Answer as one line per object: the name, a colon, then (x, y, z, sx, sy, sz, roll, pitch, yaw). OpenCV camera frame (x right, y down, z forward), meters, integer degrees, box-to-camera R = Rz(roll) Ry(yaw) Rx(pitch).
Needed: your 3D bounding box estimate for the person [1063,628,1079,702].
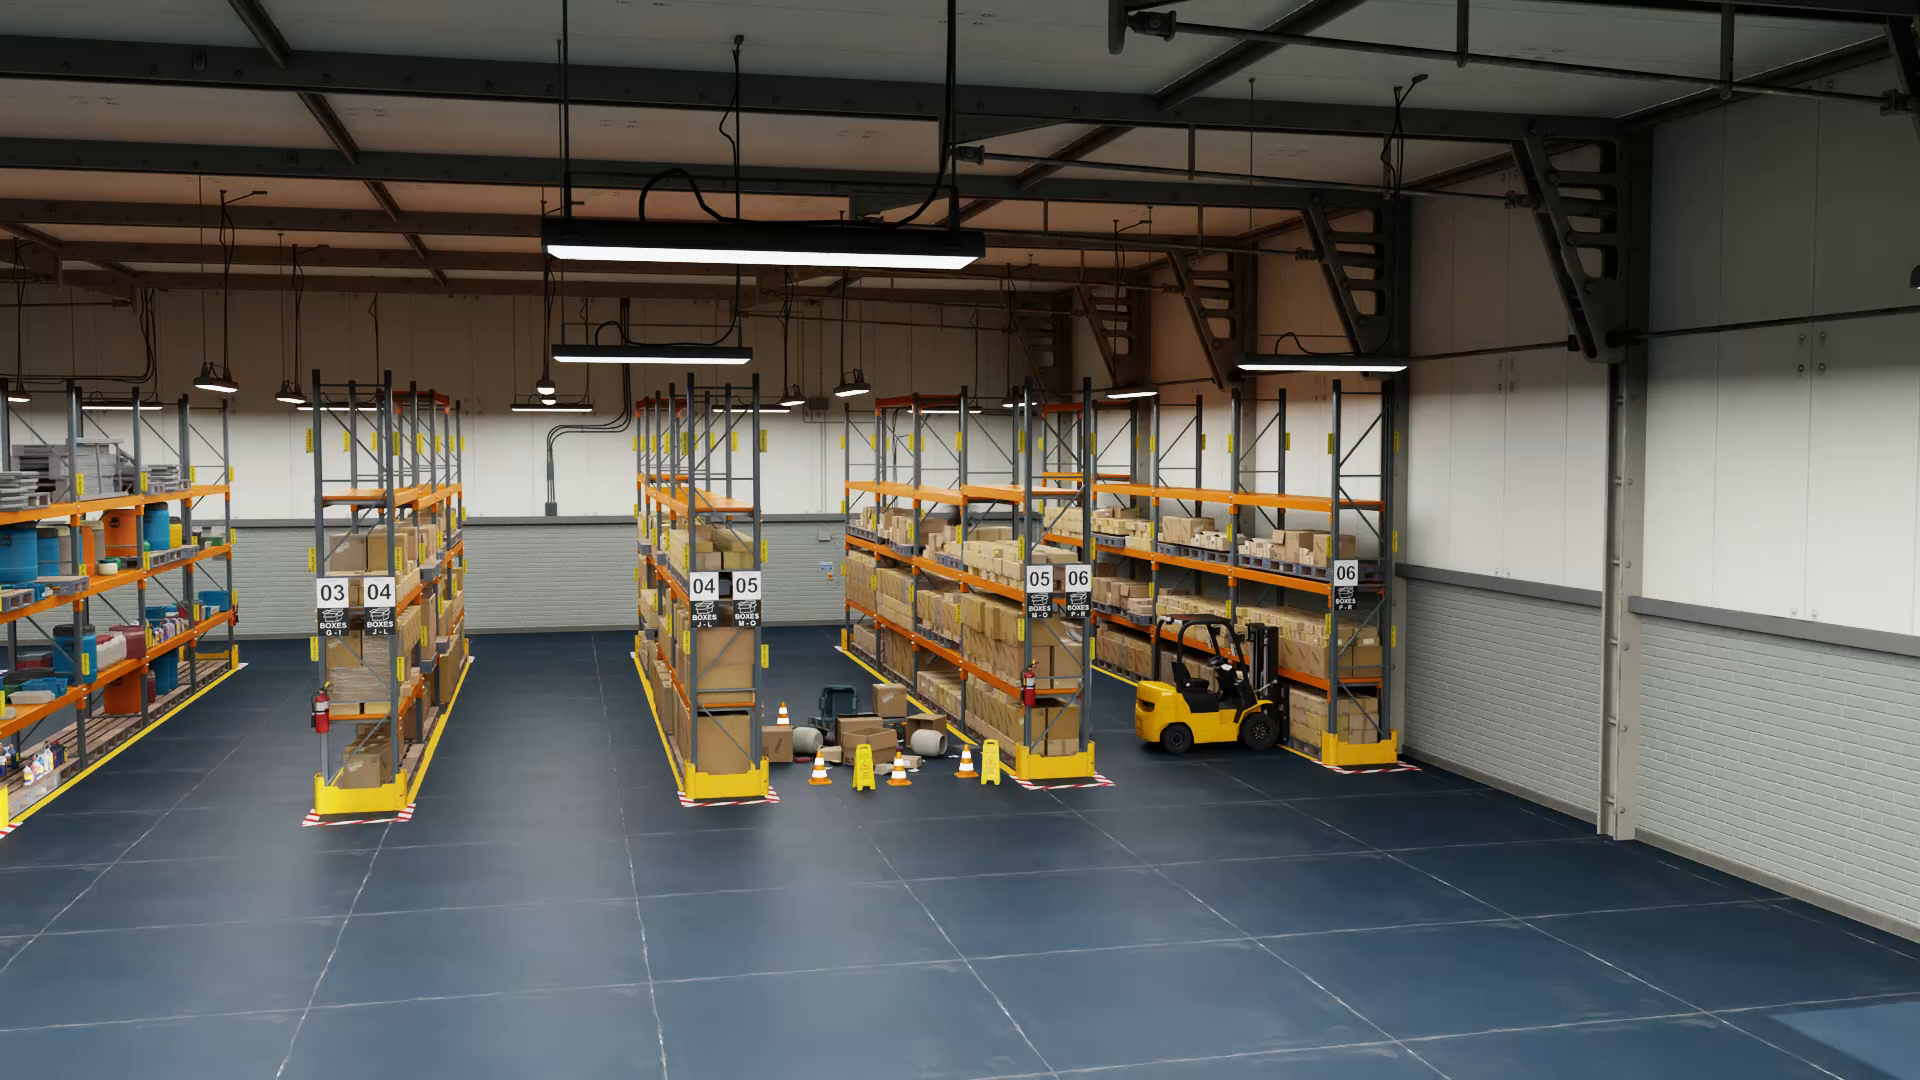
person: (1.886, 2.412, 30.061, 0.490, 1.664, 0.556, -1, 3, -9)
